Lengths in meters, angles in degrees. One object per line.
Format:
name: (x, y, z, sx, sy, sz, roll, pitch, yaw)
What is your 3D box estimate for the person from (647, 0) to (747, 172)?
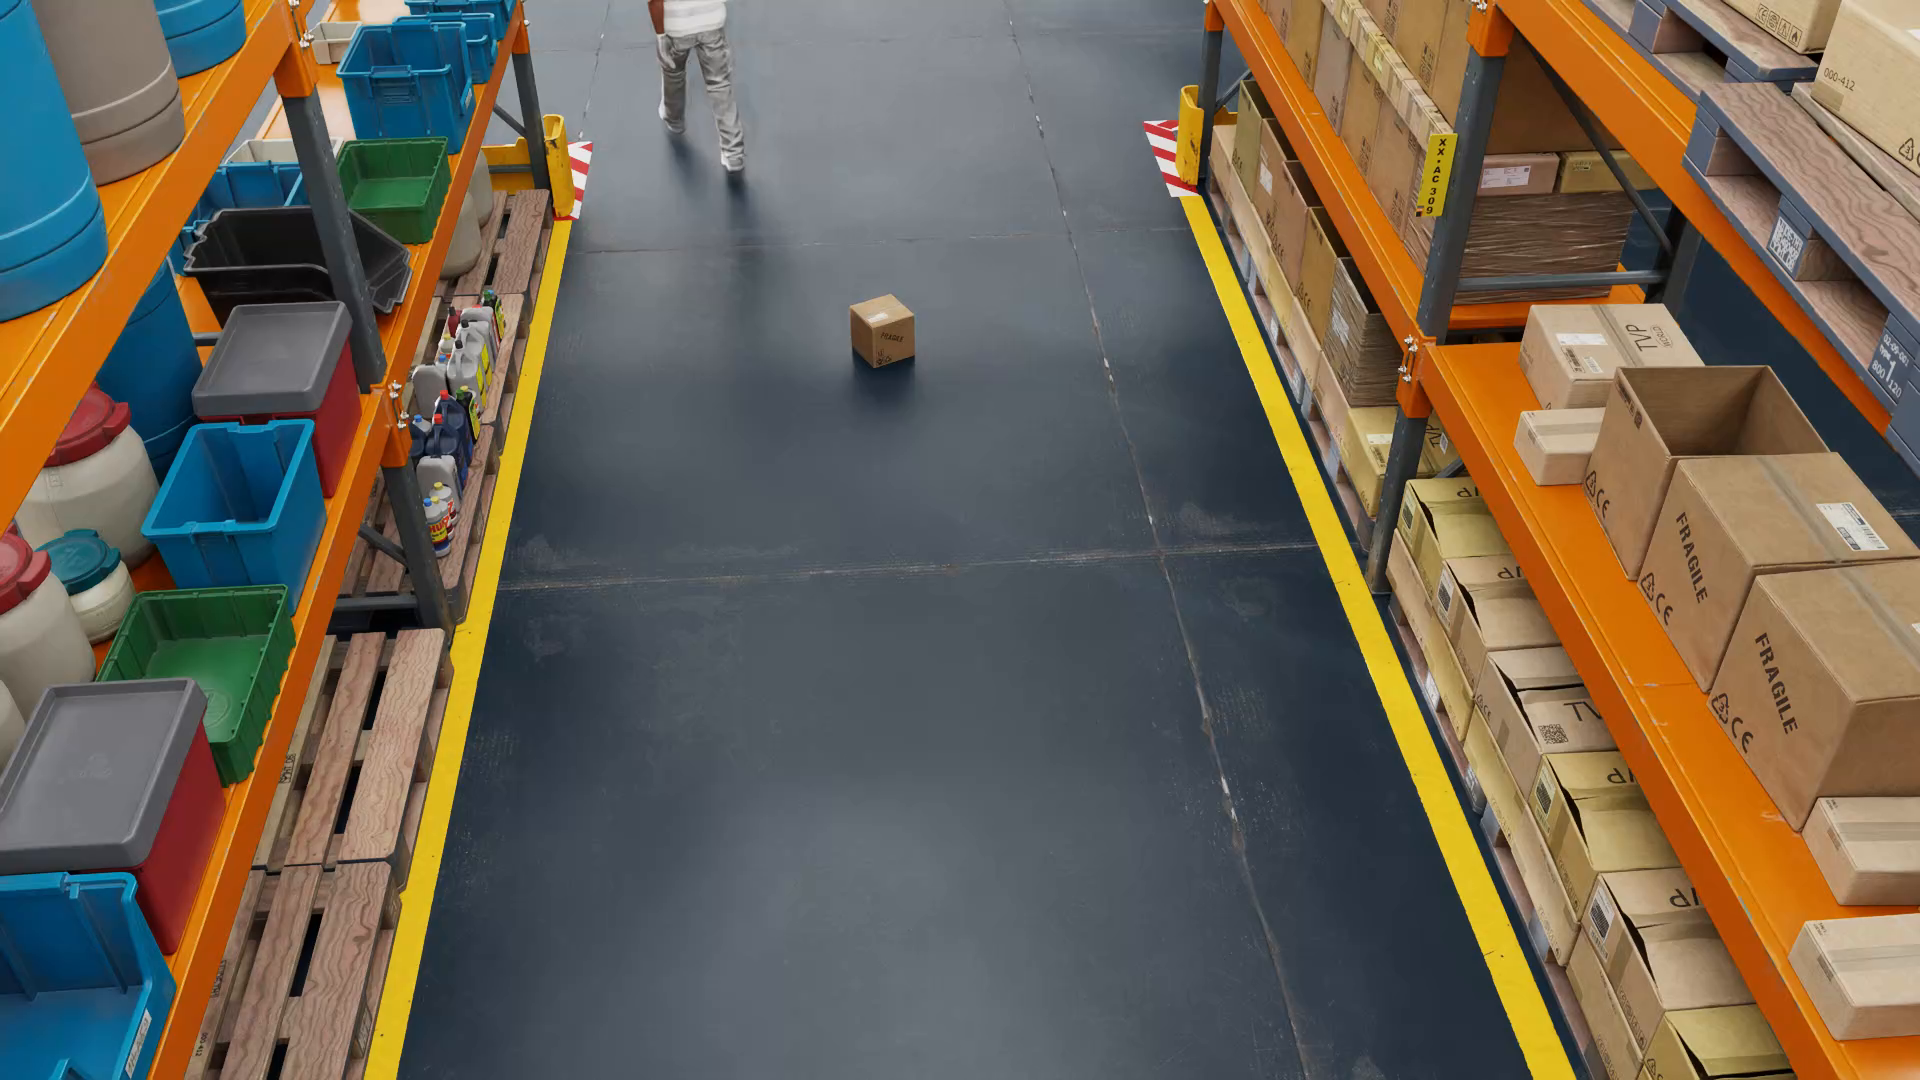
person: (-1.647, -3.178, 10.101, 0.542, 1.729, 1.104, -13, 40, -15)
